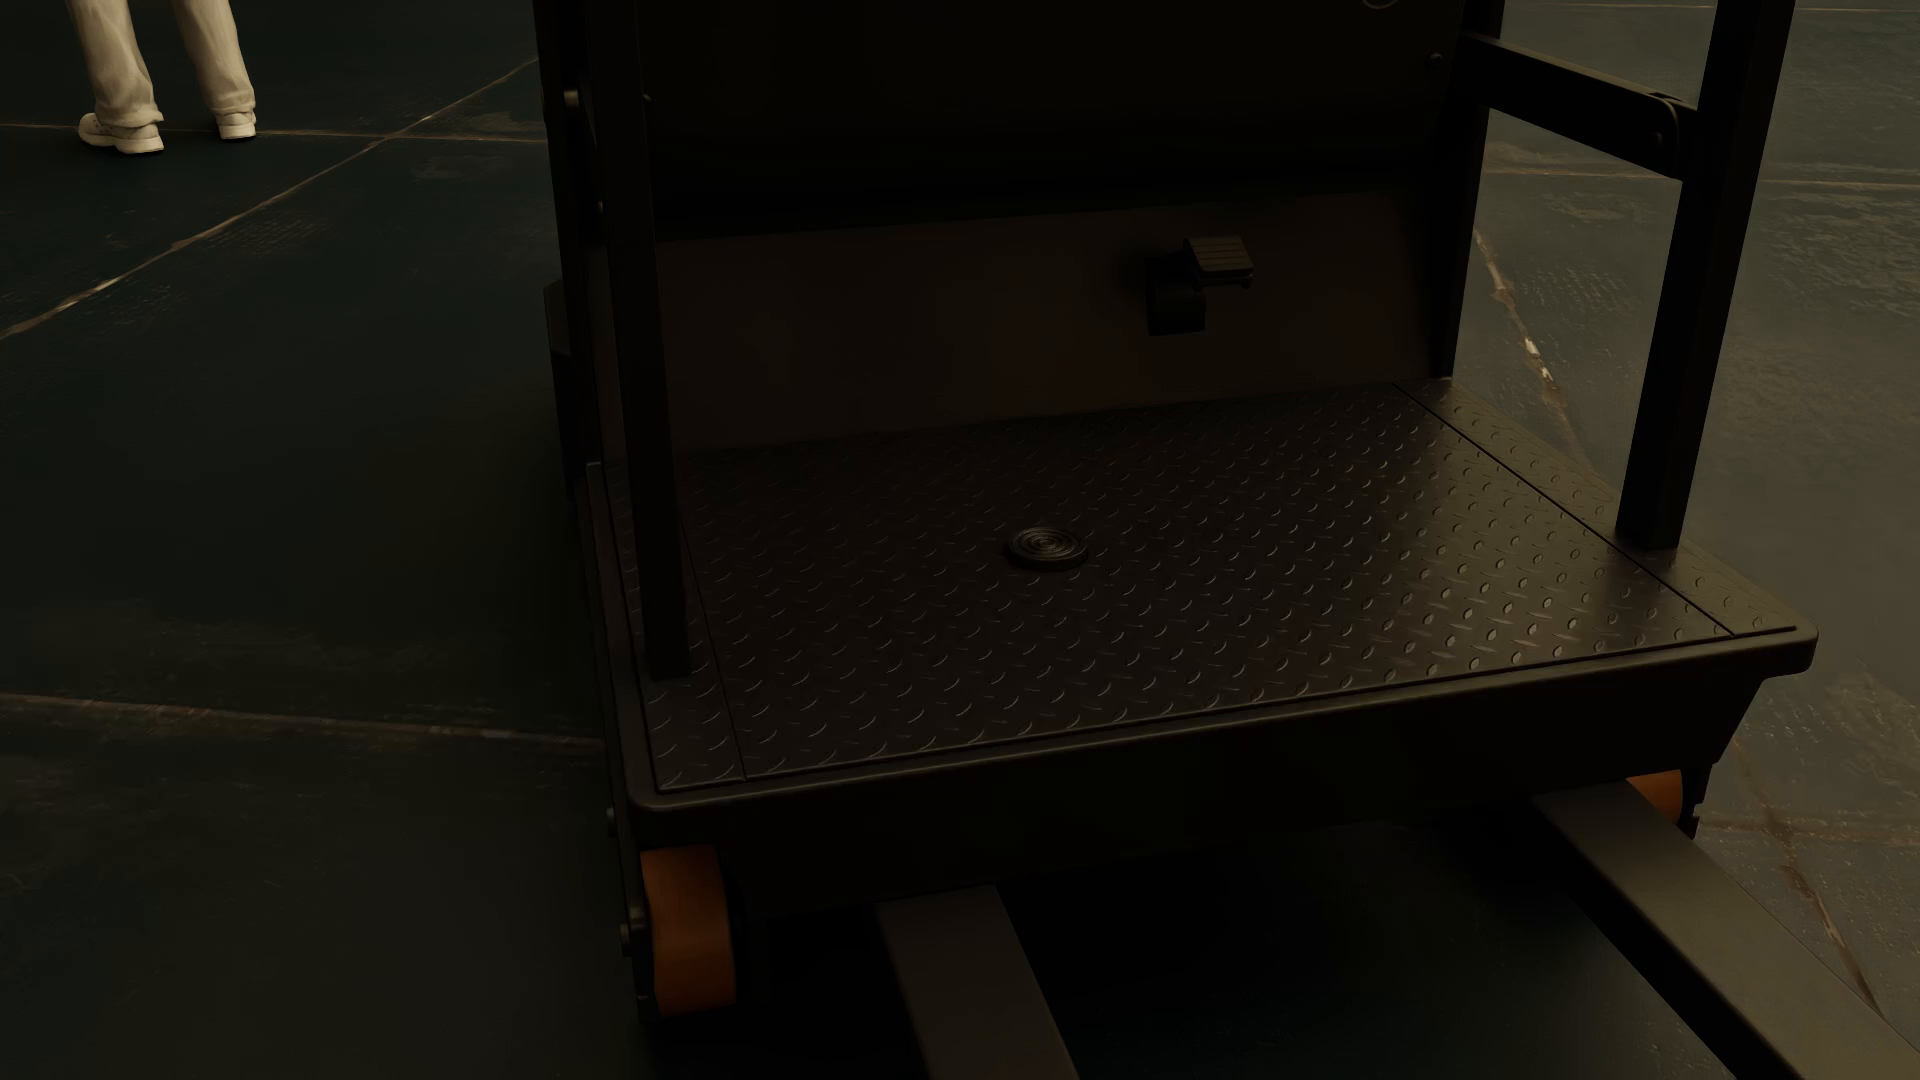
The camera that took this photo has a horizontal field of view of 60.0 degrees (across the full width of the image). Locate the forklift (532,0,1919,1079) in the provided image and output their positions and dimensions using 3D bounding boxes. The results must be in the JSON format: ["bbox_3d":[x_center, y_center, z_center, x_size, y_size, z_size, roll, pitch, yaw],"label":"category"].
[{"bbox_3d":[0.153,-1.049,1.319,1.130,2.935,3.031,-7,27,-13],"label":"forklift"}]

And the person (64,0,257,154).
[{"bbox_3d":[-2.295,-1.946,4.415,0.645,1.772,0.436,-23,34,-38],"label":"person"}]
